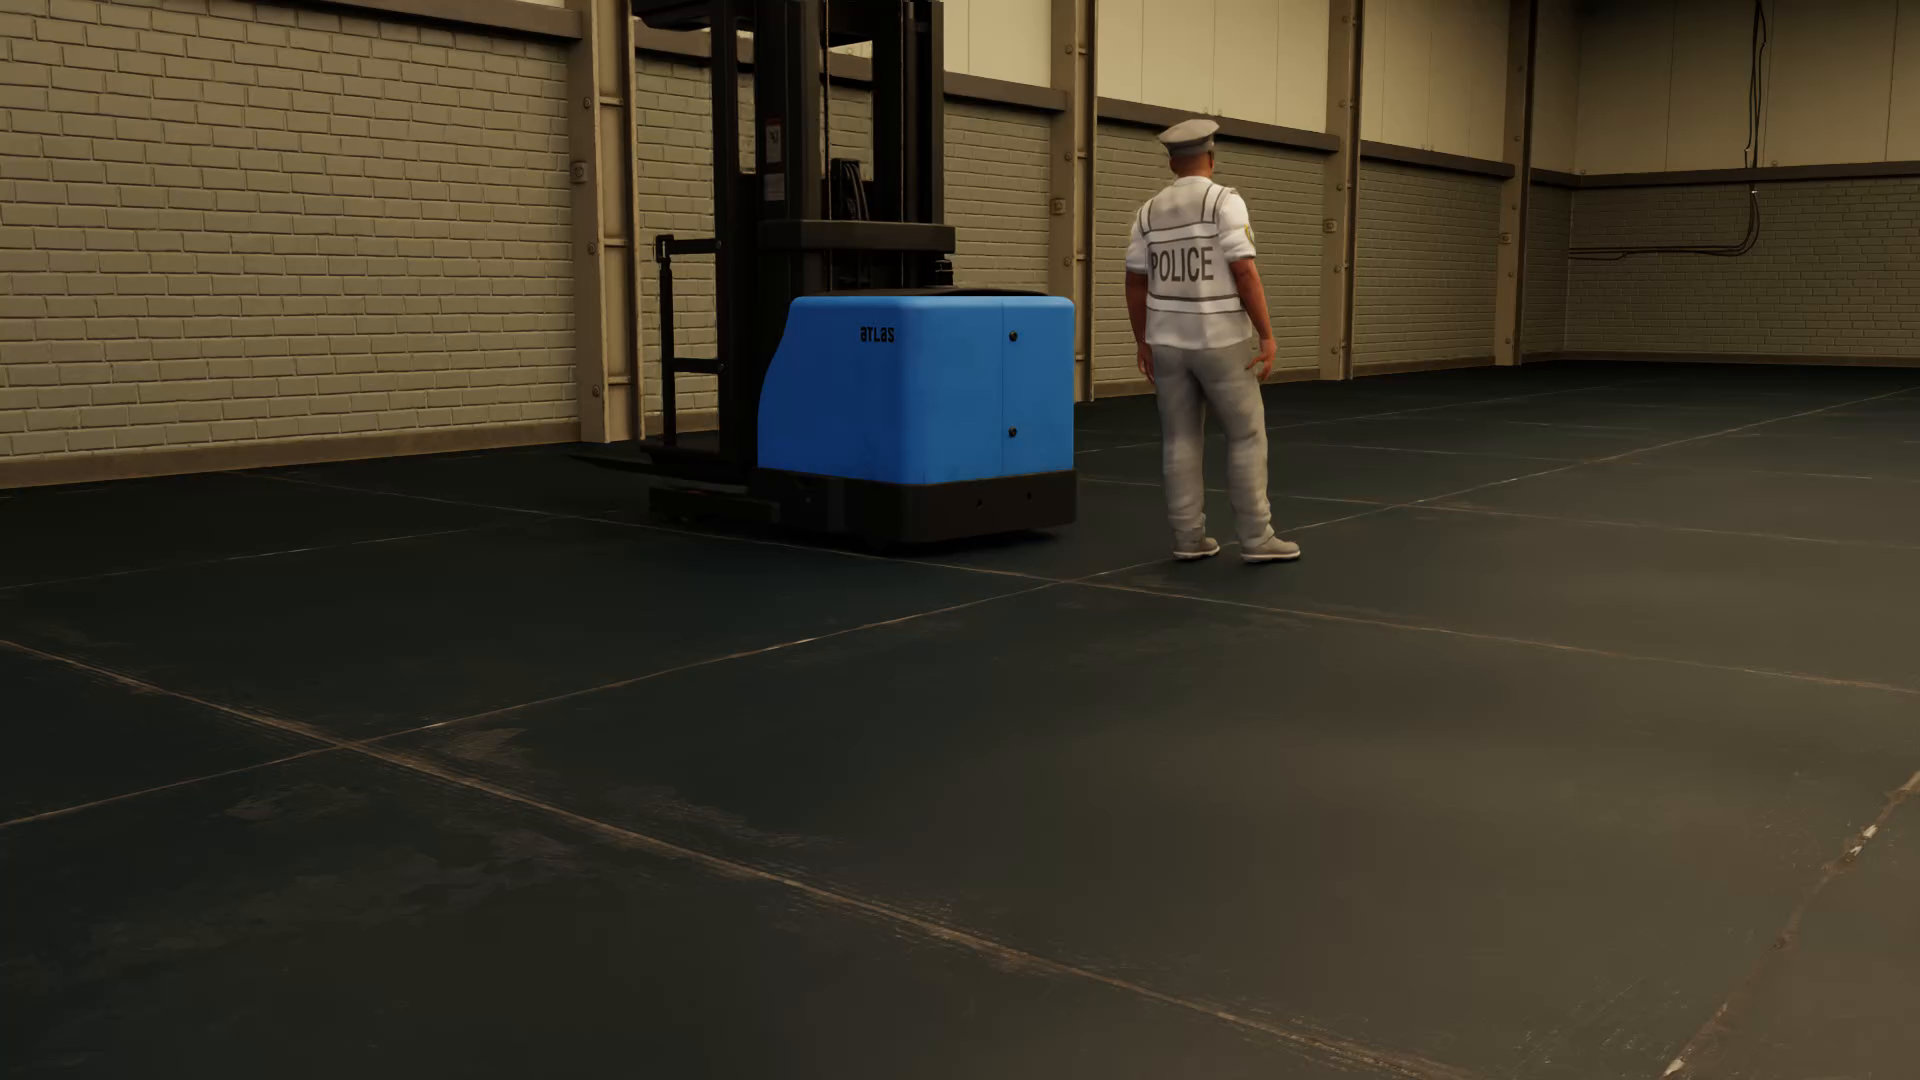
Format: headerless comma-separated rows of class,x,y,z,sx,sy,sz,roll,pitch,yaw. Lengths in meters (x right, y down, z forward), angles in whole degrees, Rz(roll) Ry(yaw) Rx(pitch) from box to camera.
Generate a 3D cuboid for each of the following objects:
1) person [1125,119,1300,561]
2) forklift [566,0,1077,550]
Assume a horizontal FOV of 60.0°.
person,1.016,-0.806,6.778,0.660,1.777,0.546,6,10,37
forklift,-0.858,-1.570,8.013,1.130,2.935,3.031,-8,11,-43
